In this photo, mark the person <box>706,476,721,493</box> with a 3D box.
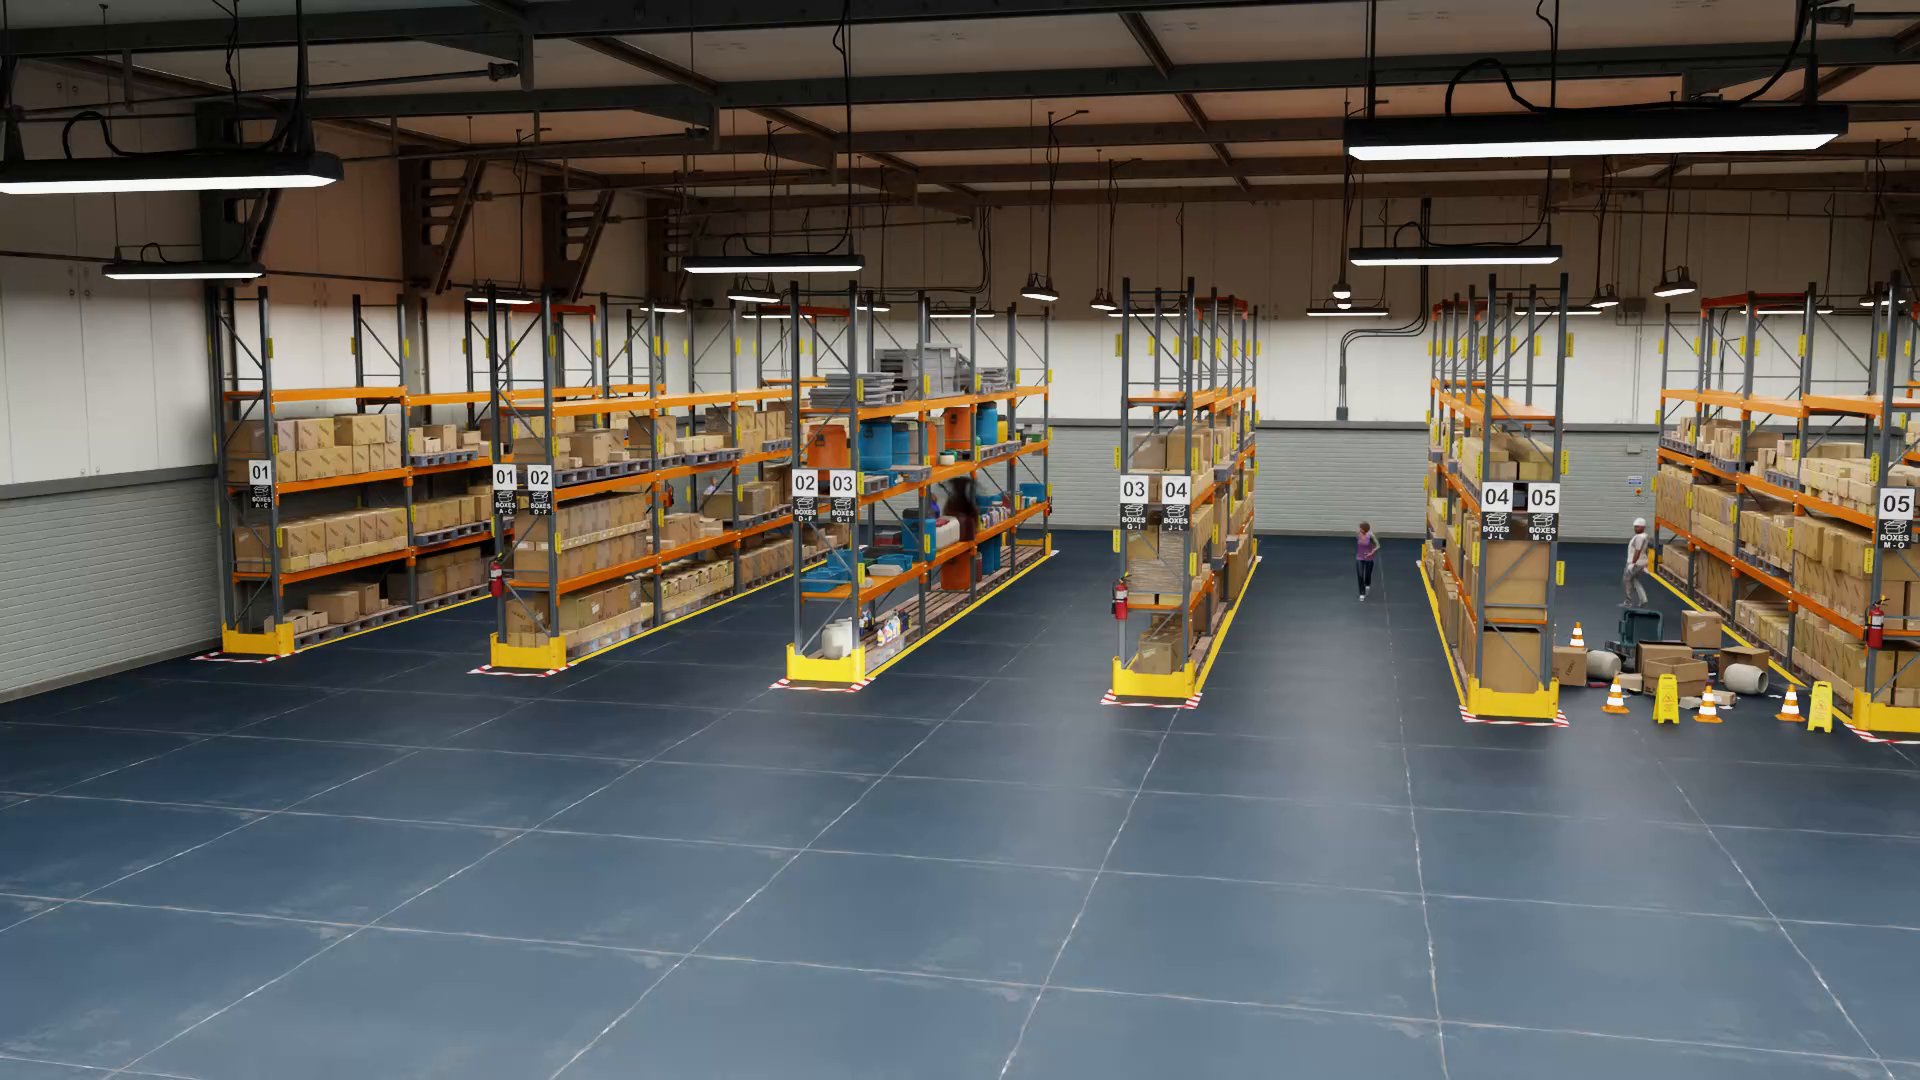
[{"bbox_3d":[-6.432,-0.841,43.779,0.503,1.674,0.502,2,7,16],"label":"person"}]

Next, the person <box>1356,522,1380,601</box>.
[{"bbox_3d":[8.186,0.412,33.360,0.467,1.588,0.654,2,7,15],"label":"person"}]

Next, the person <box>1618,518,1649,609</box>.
[{"bbox_3d":[13.005,0.465,32.104,0.597,1.785,0.576,-6,9,-40],"label":"person"}]

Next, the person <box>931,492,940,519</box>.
[{"bbox_3d":[-0.595,-0.288,38.955,0.492,1.680,0.472,3,7,28],"label":"person"}]
